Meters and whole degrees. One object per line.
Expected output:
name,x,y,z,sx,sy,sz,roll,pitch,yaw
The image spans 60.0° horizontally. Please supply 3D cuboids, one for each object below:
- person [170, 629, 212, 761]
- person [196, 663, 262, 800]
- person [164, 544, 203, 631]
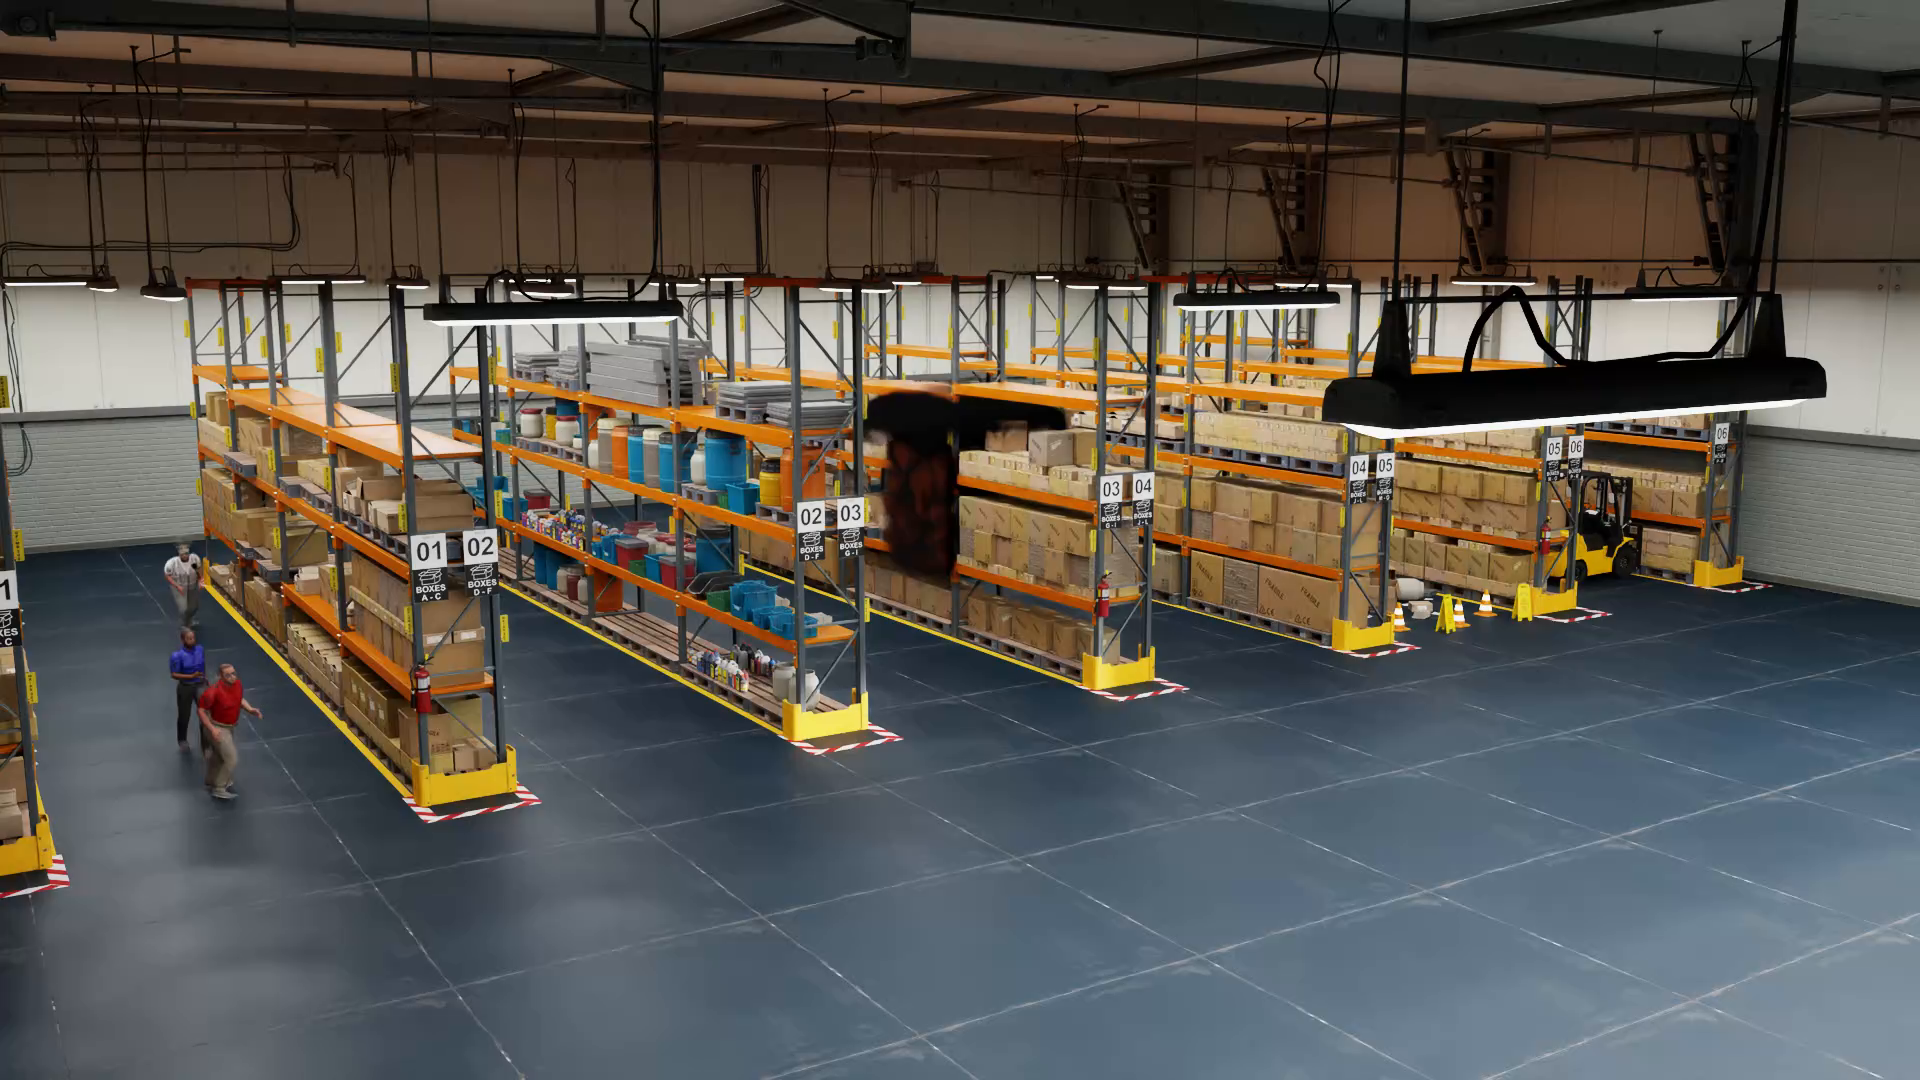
person,-9.863,1.968,21.334,0.518,1.715,0.848,-9,13,-42
person,-8.721,2.253,19.794,0.815,1.672,0.705,0,10,0
person,-13.270,0.807,28.444,0.902,1.590,0.688,8,12,40
